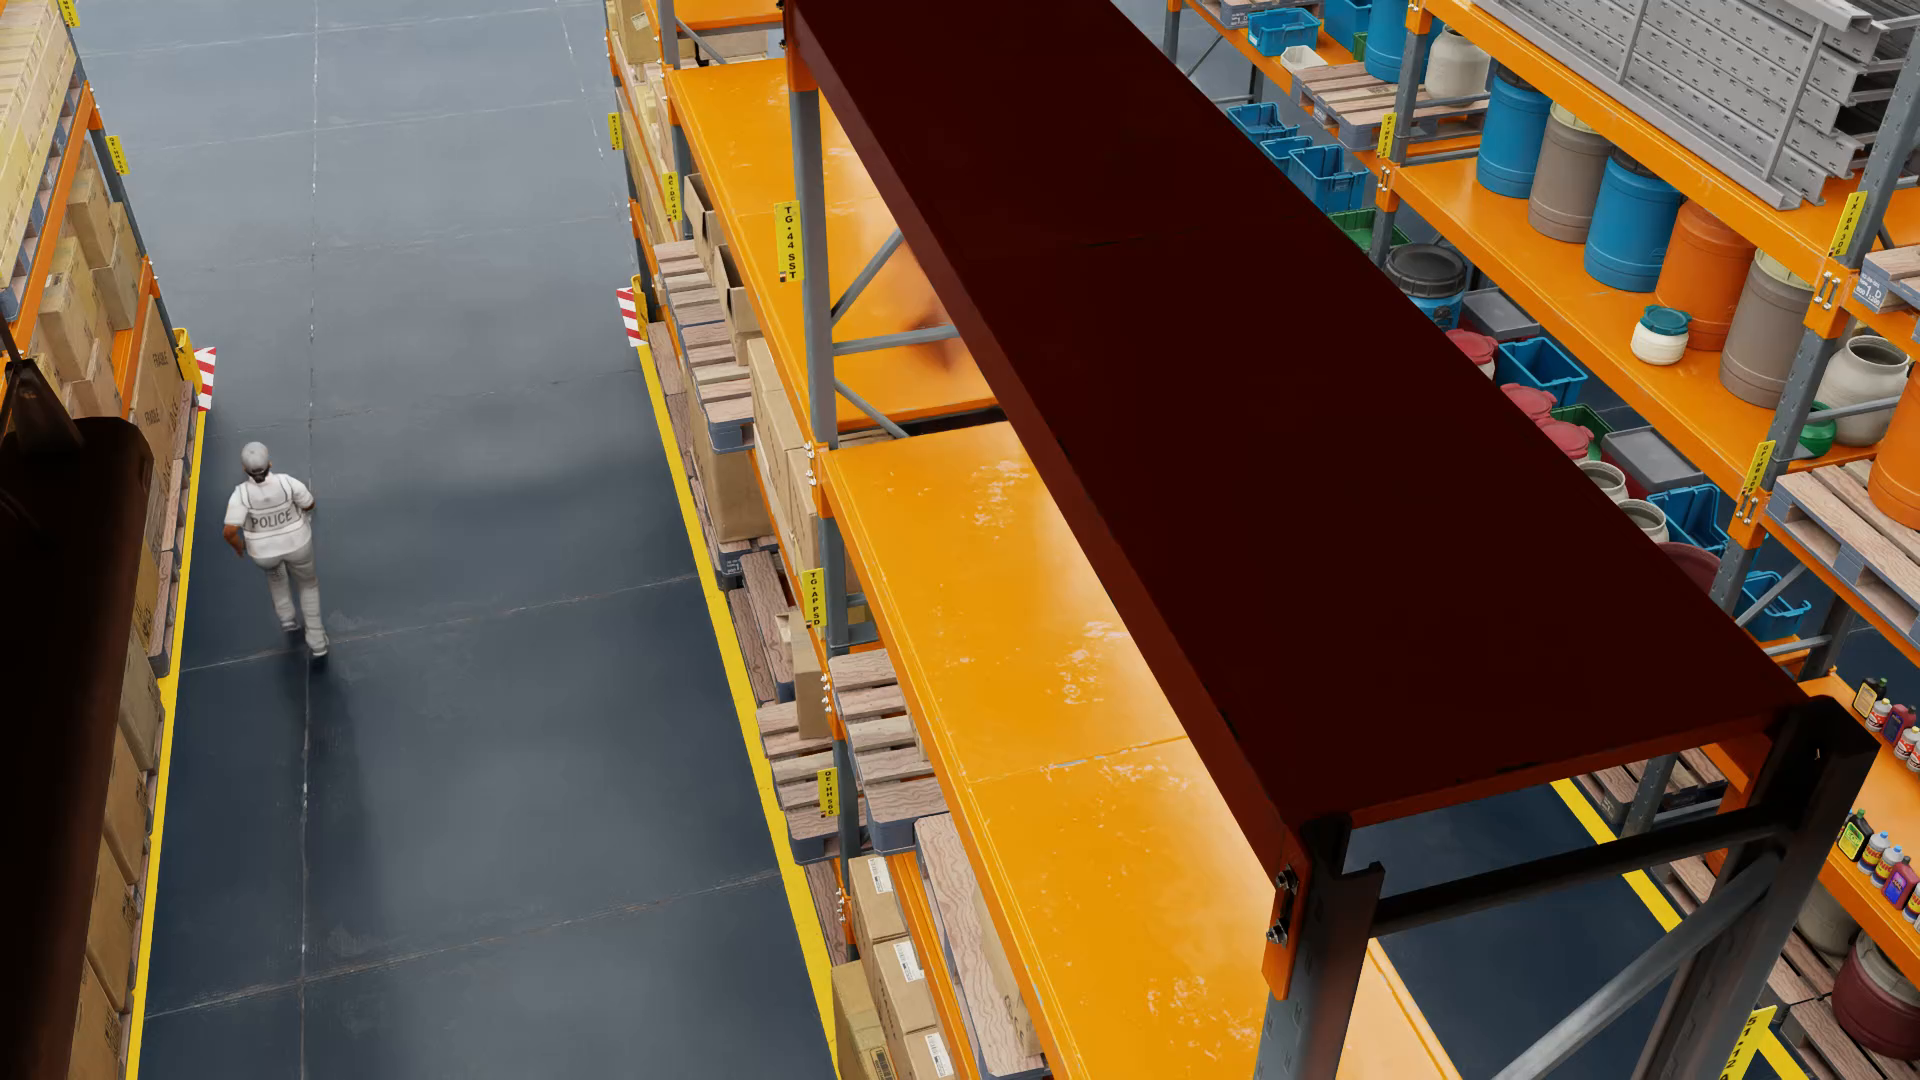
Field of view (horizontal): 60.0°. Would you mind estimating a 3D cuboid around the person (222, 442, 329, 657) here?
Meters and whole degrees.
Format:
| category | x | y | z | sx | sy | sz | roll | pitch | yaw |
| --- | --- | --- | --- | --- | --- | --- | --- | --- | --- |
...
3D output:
| category | x | y | z | sx | sy | sz | roll | pitch | yaw |
| --- | --- | --- | --- | --- | --- | --- | --- | --- | --- |
| person | -4.664 | 0.060 | 11.429 | 0.576 | 1.712 | 0.716 | -12 | 40 | -15 |
